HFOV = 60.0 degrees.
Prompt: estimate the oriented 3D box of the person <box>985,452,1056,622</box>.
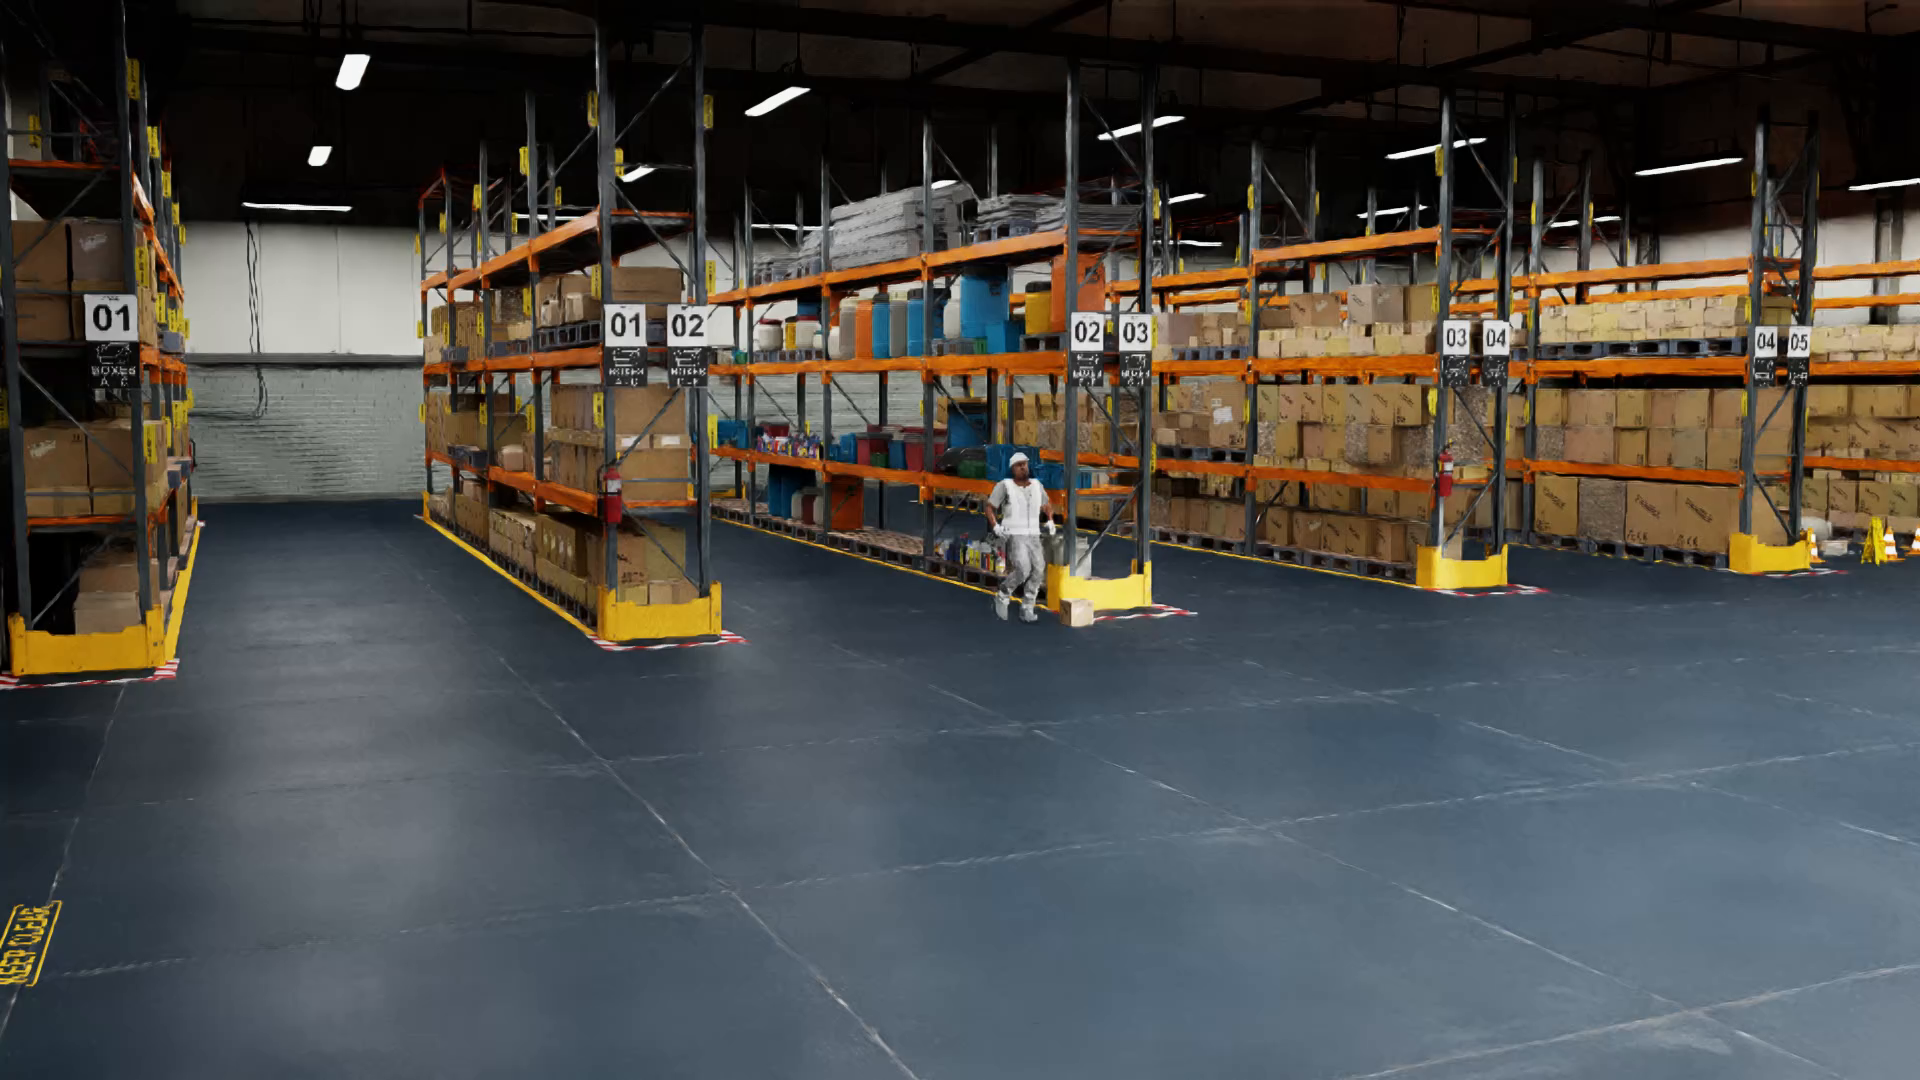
[{"bbox_3d":[0.677,-0.034,17.153,0.734,1.750,0.515,-4,6,-34],"label":"person"}]
